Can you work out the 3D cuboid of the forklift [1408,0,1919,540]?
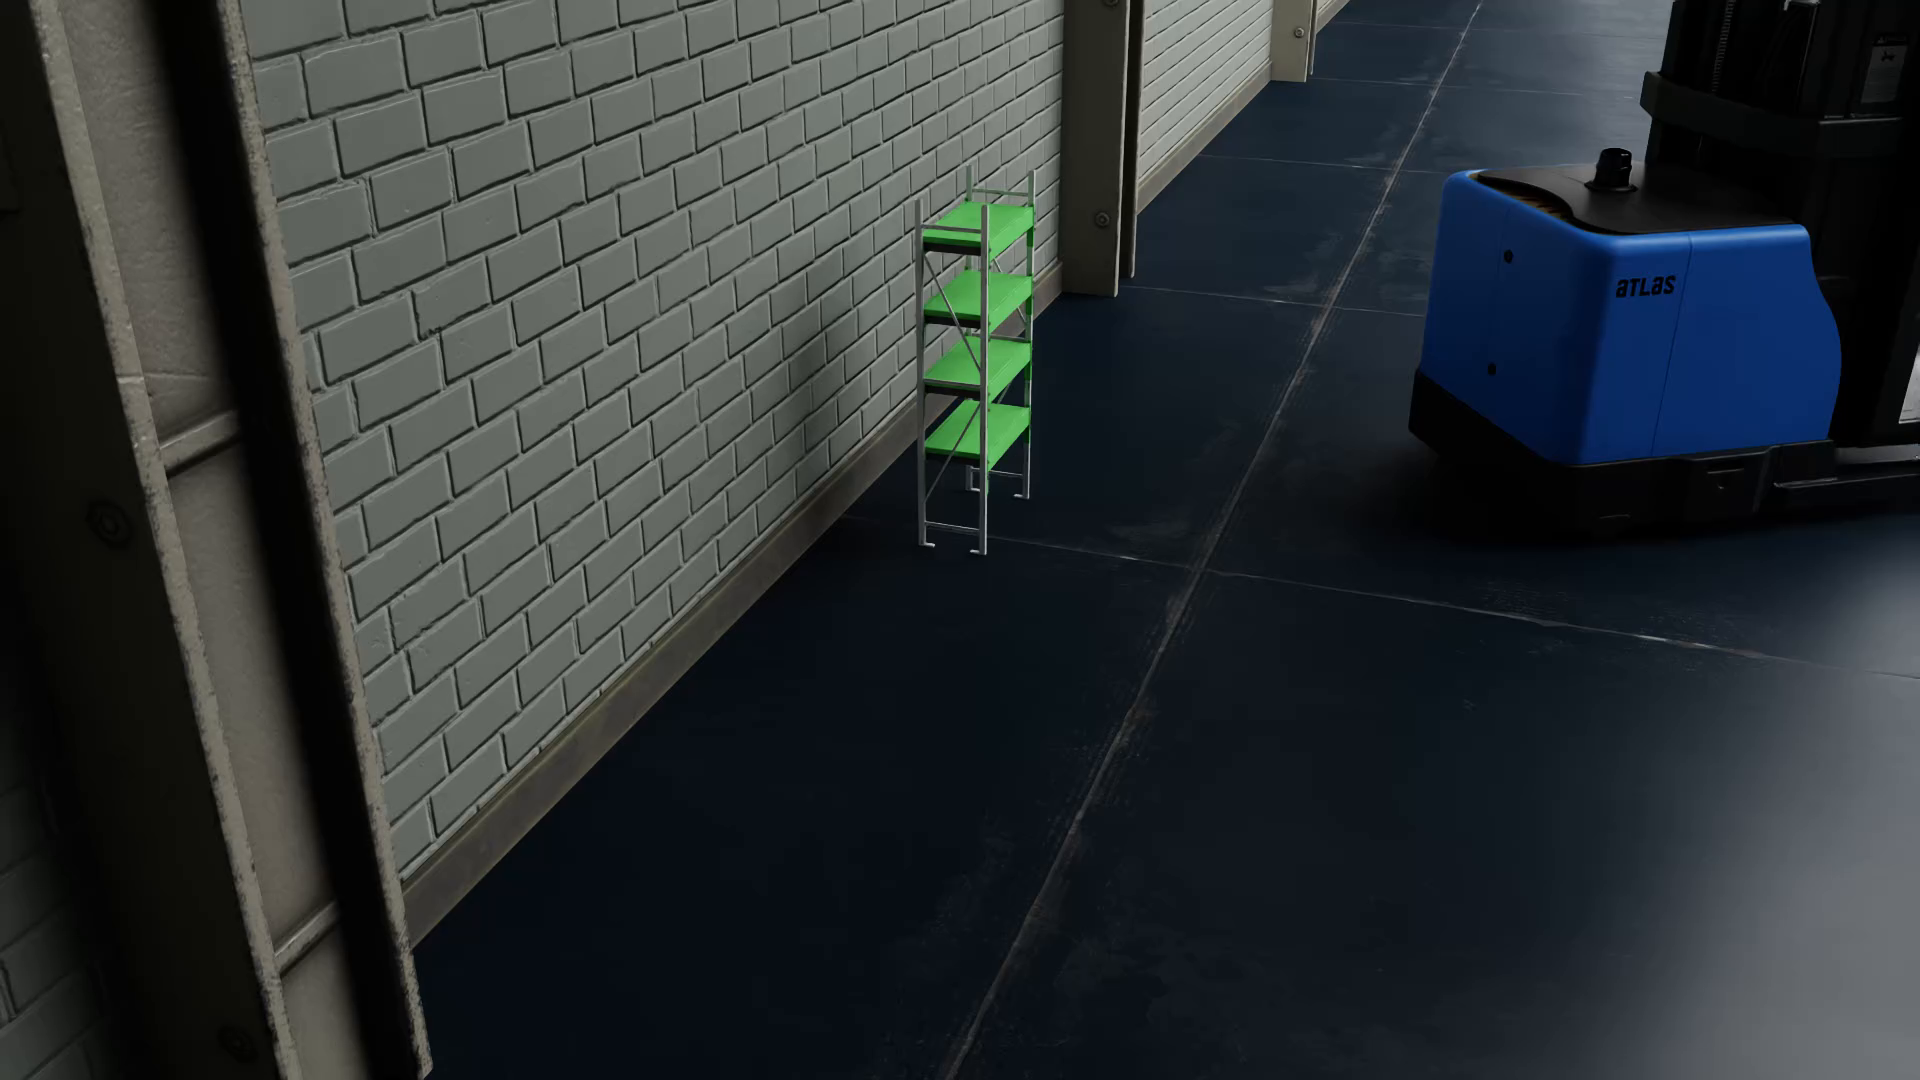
[{"bbox_3d":[3.320,-1.650,5.795,3.031,2.935,1.130,-6,26,-12],"label":"forklift"}]

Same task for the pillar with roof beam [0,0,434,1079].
[{"bbox_3d":[2.751,-2.268,0.108,9.100,9.000,0.400,9,27,17],"label":"pillar with roof beam"}]

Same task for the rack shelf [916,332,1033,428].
[{"bbox_3d":[0.055,-0.551,5.657,0.258,0.148,0.480,9,27,17],"label":"rack shelf"}]

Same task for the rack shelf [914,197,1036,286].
[{"bbox_3d":[0.055,-0.983,5.448,0.258,0.148,0.480,9,27,17],"label":"rack shelf"}]

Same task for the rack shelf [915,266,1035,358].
[{"bbox_3d":[0.055,-0.767,5.552,0.258,0.148,0.480,9,27,17],"label":"rack shelf"}]

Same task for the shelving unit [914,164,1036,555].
[{"bbox_3d":[0.055,-0.608,5.629,0.258,1.200,0.503,9,27,17],"label":"shelving unit"}]

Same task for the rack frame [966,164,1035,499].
[{"bbox_3d":[0.136,-0.708,5.836,0.240,1.200,0.015,9,27,17],"label":"rack frame"}]

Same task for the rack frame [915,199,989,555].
[{"bbox_3d":[-0.026,-0.508,5.422,0.240,1.200,0.015,9,27,17],"label":"rack frame"}]

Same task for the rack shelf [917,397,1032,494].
[{"bbox_3d":[0.055,-0.335,5.761,0.258,0.148,0.480,9,27,17],"label":"rack shelf"}]

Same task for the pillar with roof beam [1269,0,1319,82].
[{"bbox_3d":[6.744,-7.200,10.293,9.100,9.000,0.400,9,27,17],"label":"pillar with roof beam"}]

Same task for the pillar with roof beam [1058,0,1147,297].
[{"bbox_3d":[4.747,-4.734,5.201,9.100,9.000,0.400,9,27,17],"label":"pillar with roof beam"}]
